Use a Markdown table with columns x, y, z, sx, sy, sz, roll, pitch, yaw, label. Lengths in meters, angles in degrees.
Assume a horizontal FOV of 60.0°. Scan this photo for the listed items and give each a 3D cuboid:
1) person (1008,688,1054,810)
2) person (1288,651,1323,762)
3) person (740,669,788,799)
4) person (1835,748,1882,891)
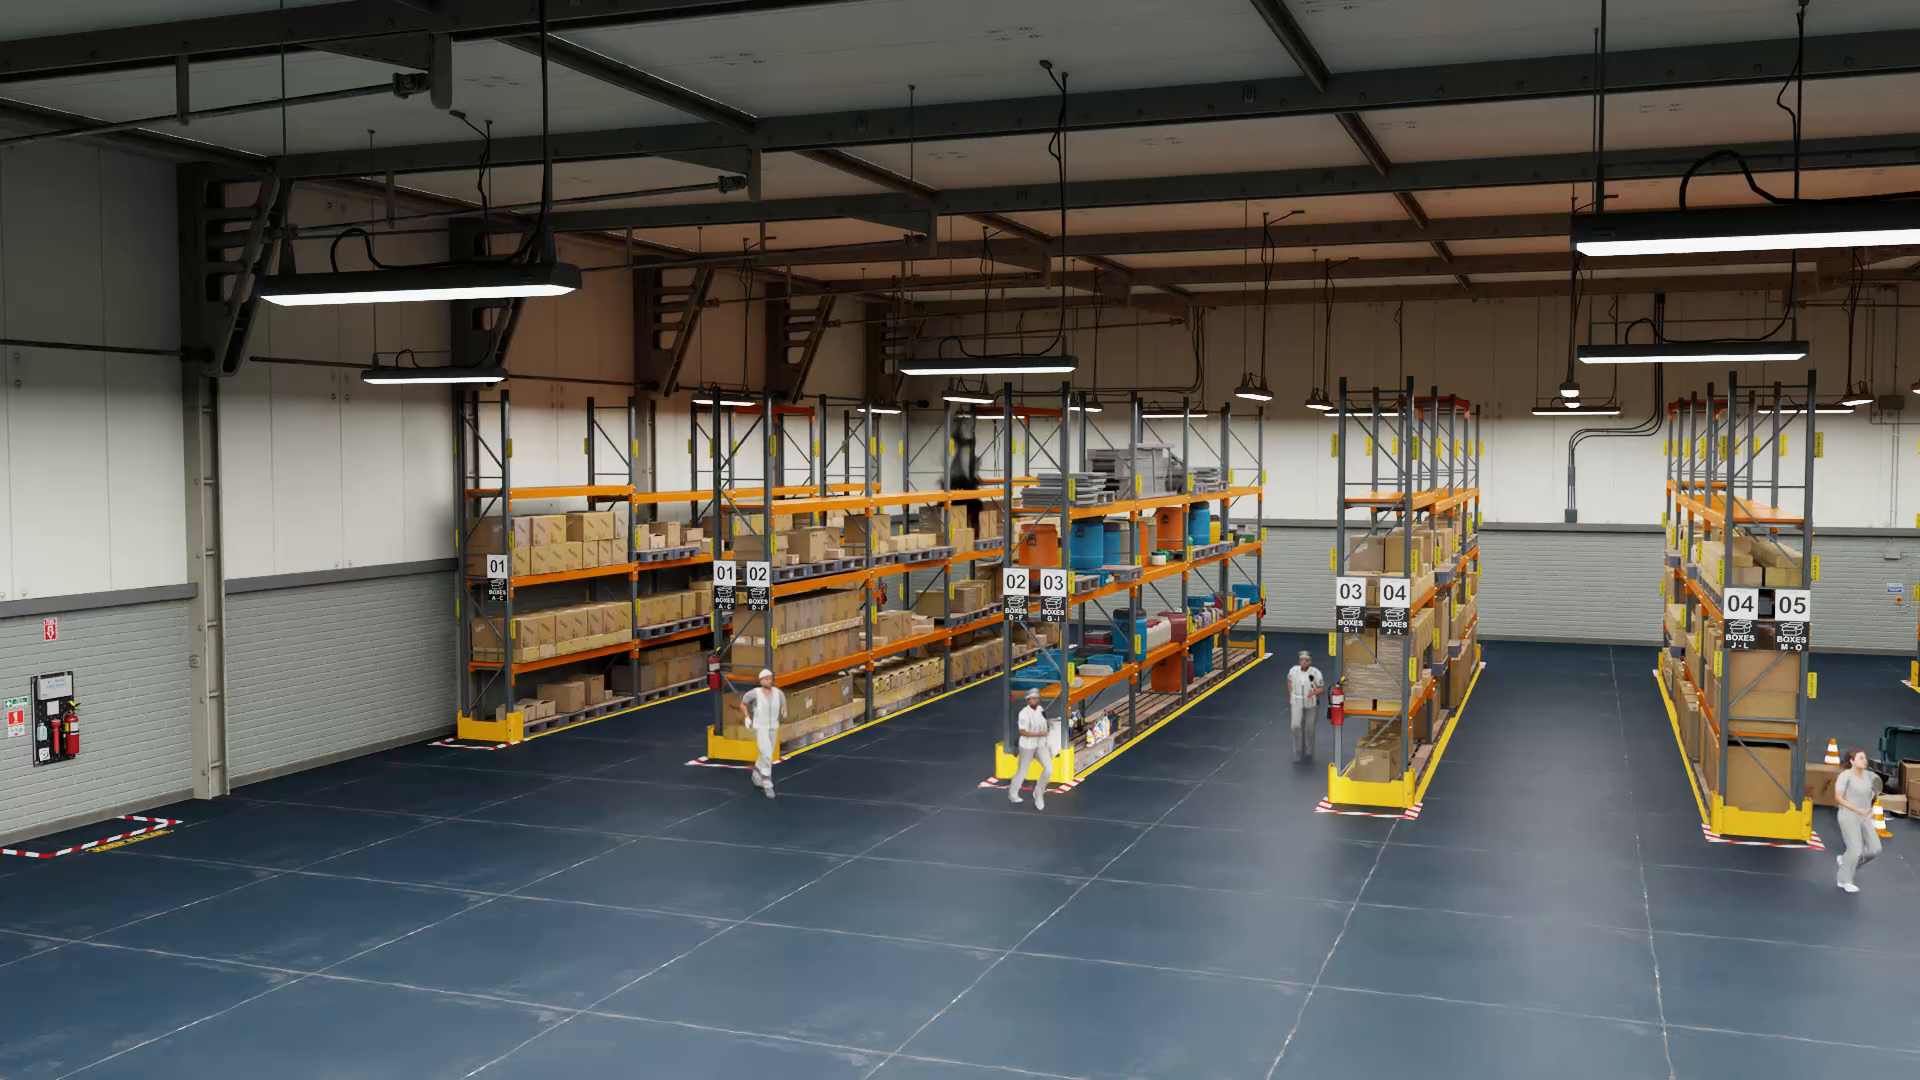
| x | y | z | sx | sy | sz | roll | pitch | yaw | label |
| --- | --- | --- | --- | --- | --- | --- | --- | --- | --- |
| 1.024 | 2.884 | 23.092 | 0.582 | 1.704 | 0.852 | -2 | 4 | -31 | person |
| 5.543 | 2.674 | 26.714 | 0.573 | 1.826 | 0.856 | 1 | 3 | 14 | person |
| -2.806 | 2.767 | 24.077 | 0.642 | 1.822 | 0.853 | -2 | 4 | -37 | person |
| 10.130 | 3.152 | 18.773 | 0.596 | 1.630 | 0.577 | -1 | 3 | -20 | person |
